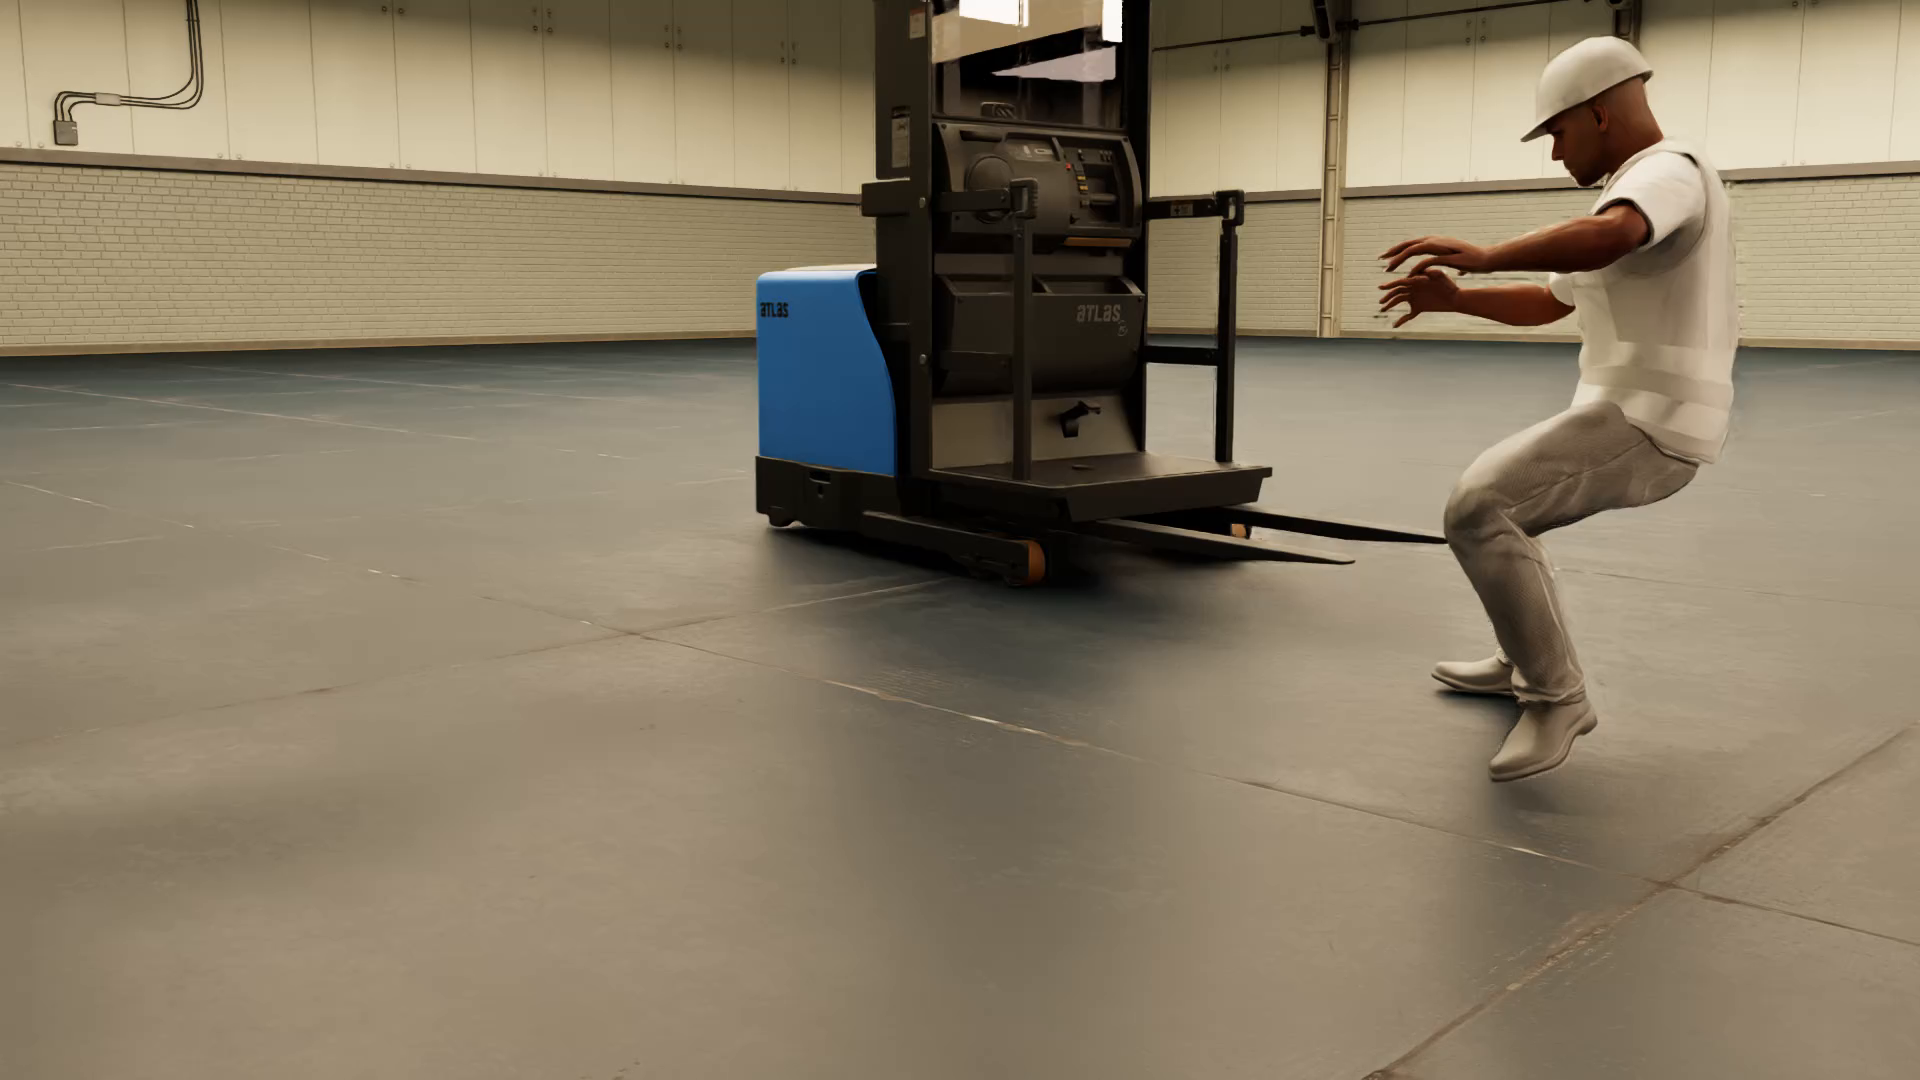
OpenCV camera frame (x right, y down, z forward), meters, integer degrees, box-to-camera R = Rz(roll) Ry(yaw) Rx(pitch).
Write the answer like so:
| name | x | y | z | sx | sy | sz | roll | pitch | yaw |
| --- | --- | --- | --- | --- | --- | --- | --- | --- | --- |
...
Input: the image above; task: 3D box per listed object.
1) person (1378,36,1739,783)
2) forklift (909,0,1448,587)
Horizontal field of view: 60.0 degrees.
| name | x | y | z | sx | sy | sz | roll | pitch | yaw |
| --- | --- | --- | --- | --- | --- | --- | --- | --- | --- |
| person | 1.259 | -0.305 | 3.613 | 0.766 | 1.534 | 1.037 | 4 | 9 | 22 |
| forklift | 0.433 | -1.372 | 5.985 | 1.121 | 2.935 | 3.031 | -7 | 11 | -37 |
